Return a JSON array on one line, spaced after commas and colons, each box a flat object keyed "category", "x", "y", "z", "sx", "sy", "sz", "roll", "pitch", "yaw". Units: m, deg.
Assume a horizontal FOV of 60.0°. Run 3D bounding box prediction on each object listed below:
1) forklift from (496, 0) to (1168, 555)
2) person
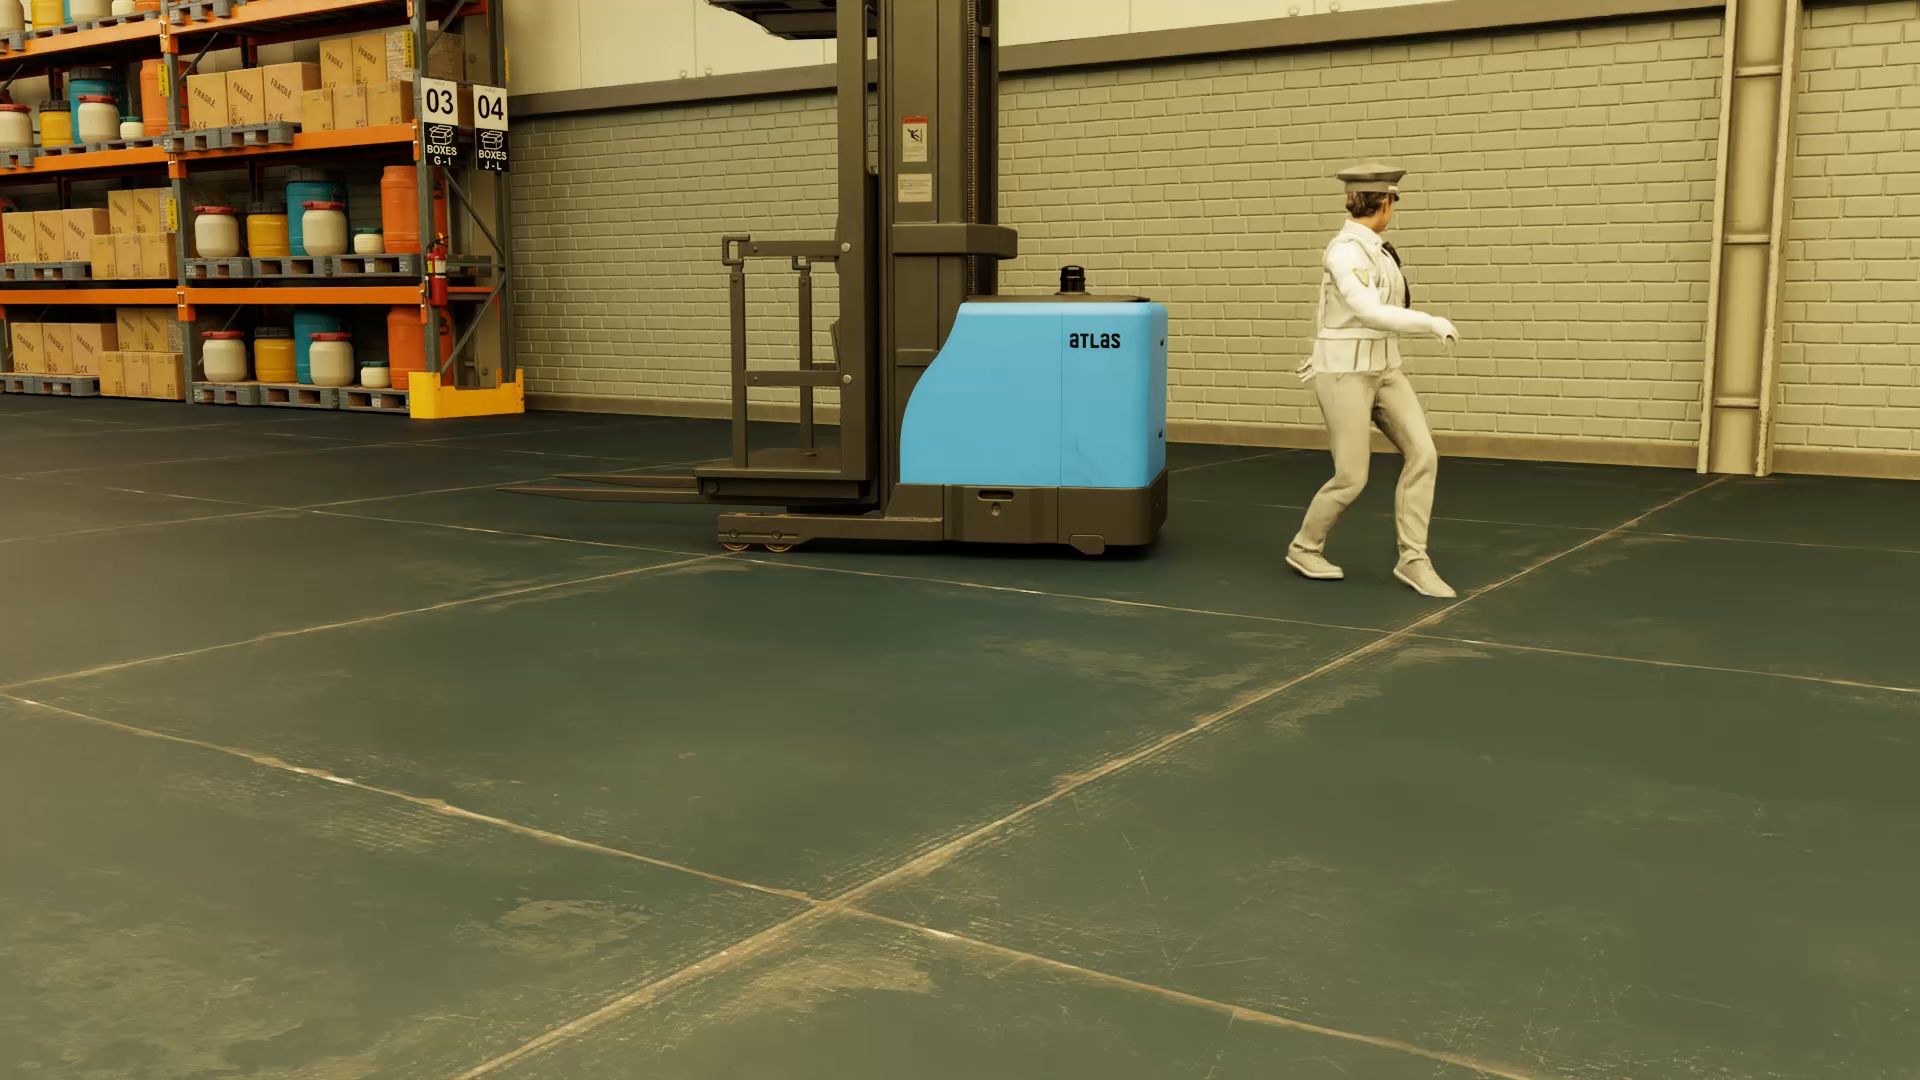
[{"category": "forklift", "x": -0.596, "y": -1.469, "z": 7.520, "sx": 3.031, "sy": 2.935, "sz": 1.130, "roll": 2, "pitch": 8, "yaw": 12}, {"category": "person", "x": 1.559, "y": -0.613, "z": 6.366, "sx": 0.520, "sy": 1.625, "sz": 0.873, "roll": -7, "pitch": 11, "yaw": -42}]
